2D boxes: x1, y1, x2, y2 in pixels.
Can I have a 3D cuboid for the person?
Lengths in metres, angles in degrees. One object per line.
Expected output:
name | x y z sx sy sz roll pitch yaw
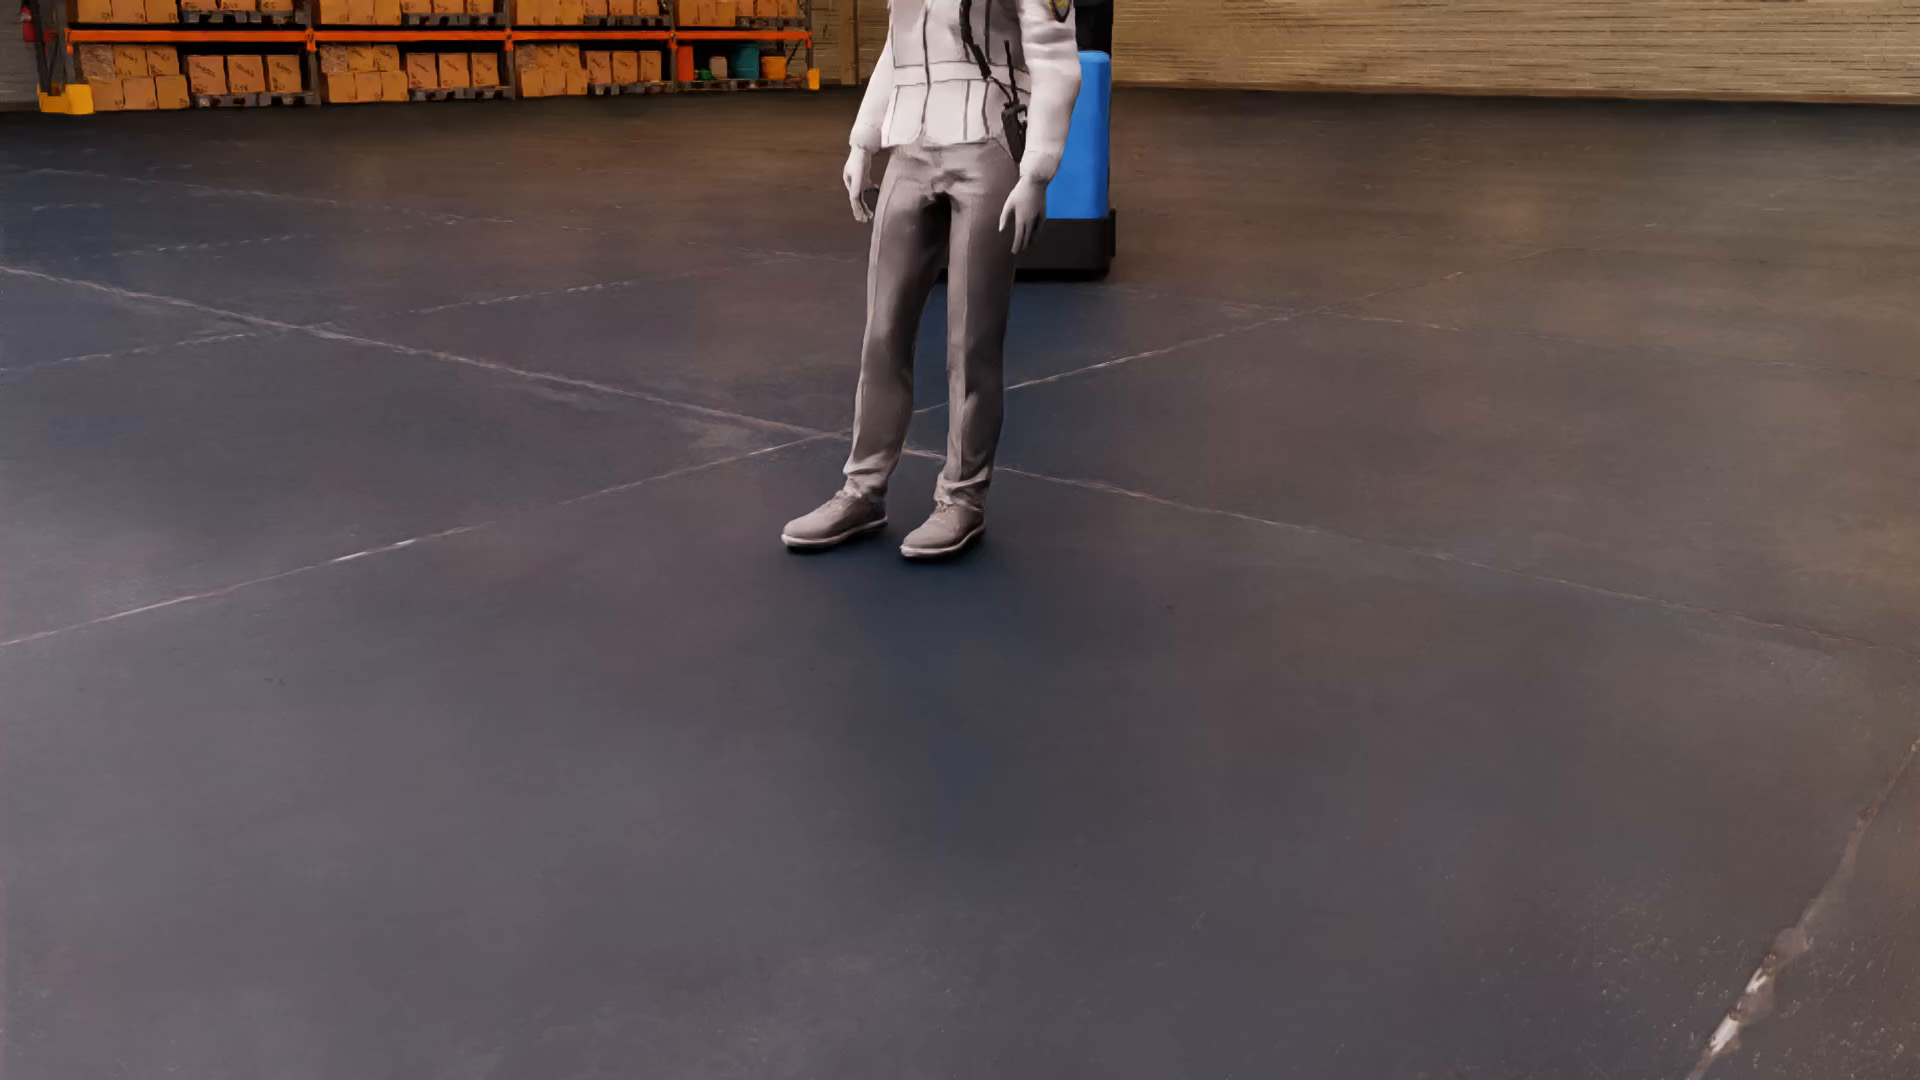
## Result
person | -0.049 -0.804 3.648 0.586 1.695 0.532 13 21 37

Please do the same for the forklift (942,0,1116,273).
forklift | 0.285 -3.077 9.031 1.130 2.935 3.031 1 17 3
